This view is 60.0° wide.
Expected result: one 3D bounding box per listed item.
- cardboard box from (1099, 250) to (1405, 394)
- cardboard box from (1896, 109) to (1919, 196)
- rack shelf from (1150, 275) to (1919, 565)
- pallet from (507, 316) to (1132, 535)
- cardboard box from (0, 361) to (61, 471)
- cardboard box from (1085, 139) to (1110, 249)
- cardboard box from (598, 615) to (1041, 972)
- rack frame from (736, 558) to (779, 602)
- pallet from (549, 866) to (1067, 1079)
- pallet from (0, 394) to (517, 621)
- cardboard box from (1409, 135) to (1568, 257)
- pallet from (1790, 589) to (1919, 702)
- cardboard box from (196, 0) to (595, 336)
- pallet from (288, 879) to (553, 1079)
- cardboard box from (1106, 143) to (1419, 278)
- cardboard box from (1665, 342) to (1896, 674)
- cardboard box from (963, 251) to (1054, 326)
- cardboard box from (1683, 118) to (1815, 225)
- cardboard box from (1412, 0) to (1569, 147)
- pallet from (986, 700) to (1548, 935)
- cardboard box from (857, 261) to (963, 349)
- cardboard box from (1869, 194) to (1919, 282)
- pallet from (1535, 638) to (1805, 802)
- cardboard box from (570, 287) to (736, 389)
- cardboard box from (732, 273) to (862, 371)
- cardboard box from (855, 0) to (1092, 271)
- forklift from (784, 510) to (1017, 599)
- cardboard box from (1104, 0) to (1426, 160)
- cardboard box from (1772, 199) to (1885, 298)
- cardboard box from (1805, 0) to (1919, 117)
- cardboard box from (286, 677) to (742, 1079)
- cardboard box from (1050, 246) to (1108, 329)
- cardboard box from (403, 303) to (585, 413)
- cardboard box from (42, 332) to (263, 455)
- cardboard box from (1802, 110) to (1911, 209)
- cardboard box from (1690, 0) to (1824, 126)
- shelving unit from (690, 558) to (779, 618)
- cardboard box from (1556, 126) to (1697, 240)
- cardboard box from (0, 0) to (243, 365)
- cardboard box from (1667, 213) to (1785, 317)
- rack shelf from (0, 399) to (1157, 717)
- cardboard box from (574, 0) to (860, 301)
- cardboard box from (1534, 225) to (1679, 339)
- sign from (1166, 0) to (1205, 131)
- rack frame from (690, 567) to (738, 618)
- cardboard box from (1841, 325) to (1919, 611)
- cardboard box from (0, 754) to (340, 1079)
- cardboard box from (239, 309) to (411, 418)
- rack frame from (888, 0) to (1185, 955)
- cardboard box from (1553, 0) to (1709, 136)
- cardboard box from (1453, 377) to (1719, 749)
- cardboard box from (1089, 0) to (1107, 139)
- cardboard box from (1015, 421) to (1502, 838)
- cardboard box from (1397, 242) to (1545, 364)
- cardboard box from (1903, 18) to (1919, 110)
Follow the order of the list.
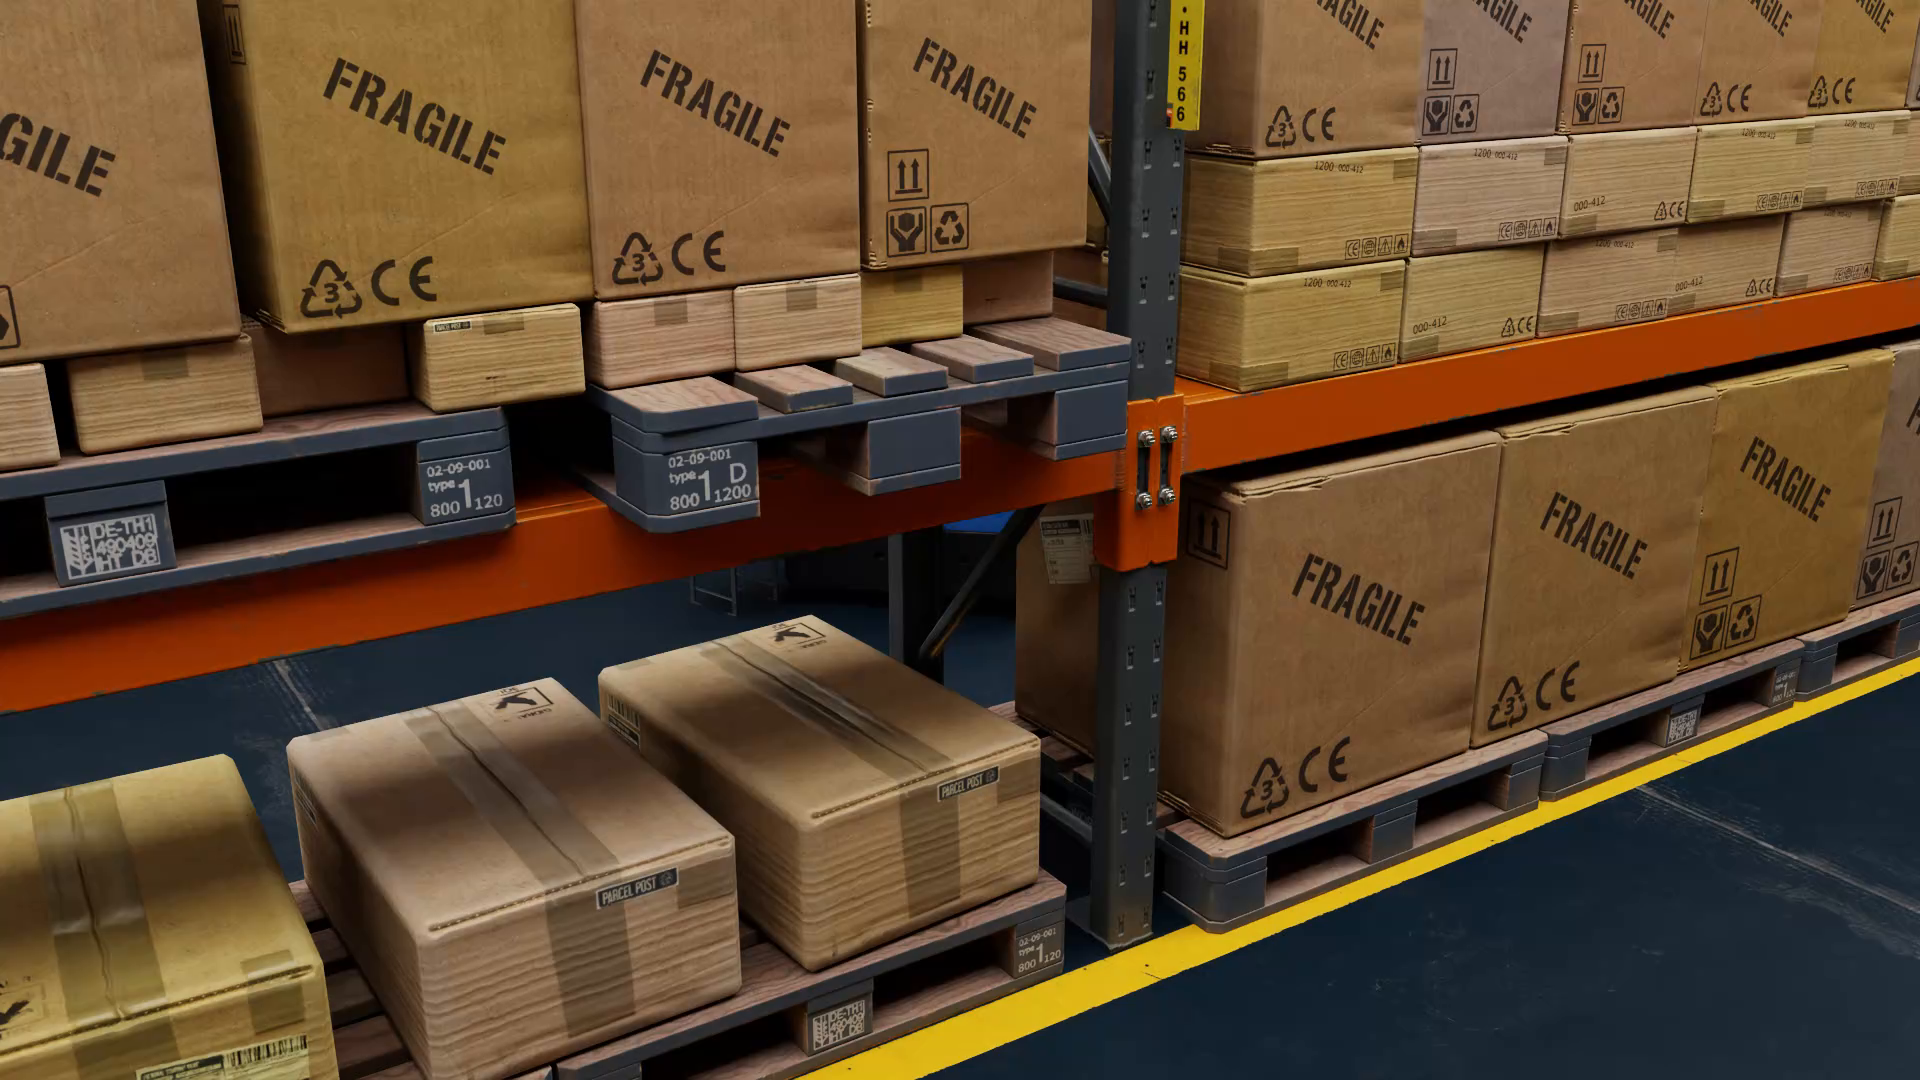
[{"bbox_3d":[0.678,-0.545,3.909,0.500,0.250,0.500,-12,22,-32],"label":"cardboard box"},{"bbox_3d":[2.823,-1.235,5.168,0.500,0.250,0.500,-11,22,-30],"label":"cardboard box"},{"bbox_3d":[1.801,-0.609,4.986,4.000,0.370,1.077,-12,22,-31],"label":"rack shelf"},{"bbox_3d":[-0.406,-0.353,3.404,1.003,0.211,1.213,-12,22,-31],"label":"pallet"},{"bbox_3d":[-1.471,-0.208,2.413,0.250,0.149,0.380,-11,22,-29],"label":"cardboard box"},{"bbox_3d":[0.395,-0.917,4.226,0.500,0.250,0.500,-12,22,-32],"label":"cardboard box"},{"bbox_3d":[-0.347,0.545,3.896,0.625,0.372,0.950,-14,23,-35],"label":"cardboard box"},{"bbox_3d":[-0.757,-0.224,6.003,0.240,0.900,0.006,15,24,37],"label":"rack frame"},{"bbox_3d":[-0.523,0.861,3.869,1.213,0.211,1.003,-12,22,-31],"label":"pallet"},{"bbox_3d":[-1.500,-0.147,2.796,1.213,0.211,1.003,-12,22,-31],"label":"pallet"},{"bbox_3d":[1.122,-0.877,4.110,0.500,0.250,0.500,-11,22,-30],"label":"cardboard box"},{"bbox_3d":[2.868,0.175,5.898,1.213,0.211,1.003,-12,22,-31],"label":"pallet"},{"bbox_3d":[-0.943,-0.647,2.699,0.500,0.500,0.500,-14,23,-35],"label":"cardboard box"},{"bbox_3d":[-1.541,1.074,3.237,1.213,0.211,1.003,-12,22,-31],"label":"pallet"},{"bbox_3d":[0.689,-0.786,3.841,0.500,0.250,0.500,-12,22,-32],"label":"cardboard box"},{"bbox_3d":[2.247,-0.203,5.323,0.875,0.875,0.875,-11,22,-30],"label":"cardboard box"},{"bbox_3d":[-0.014,-0.557,3.445,0.250,0.149,0.380,-11,22,-29],"label":"cardboard box"},{"bbox_3d":[1.976,-1.048,4.613,0.500,0.250,0.500,-11,22,-30],"label":"cardboard box"},{"bbox_3d":[1.086,-1.230,3.982,0.500,0.500,0.500,-12,22,-31],"label":"cardboard box"},{"bbox_3d":[0.830,0.605,4.626,1.213,0.211,1.003,-12,22,-31],"label":"pallet"},{"bbox_3d":[-0.198,-0.490,3.248,0.250,0.149,0.380,-12,22,-31],"label":"cardboard box"},{"bbox_3d":[2.809,-0.995,5.239,0.500,0.250,0.500,-12,22,-32],"label":"cardboard box"},{"bbox_3d":[1.848,0.391,5.258,1.213,0.211,1.003,-12,22,-31],"label":"pallet"},{"bbox_3d":[-0.598,-0.392,2.956,0.250,0.149,0.380,-13,23,-34],"label":"cardboard box"},{"bbox_3d":[-0.384,-0.434,3.081,0.250,0.149,0.380,-12,22,-32],"label":"cardboard box"},{"bbox_3d":[-0.096,-0.830,3.241,0.500,0.500,0.500,-13,22,-33],"label":"cardboard box"},{"bbox_3d":[0.092,-1.607,6.921,1.130,2.935,3.031,3,19,8],"label":"forklift"},{"bbox_3d":[0.677,-1.140,3.716,0.500,0.500,0.500,-13,22,-33],"label":"cardboard box"},{"bbox_3d":[2.377,-0.911,4.991,0.500,0.250,0.500,-13,22,-33],"label":"cardboard box"},{"bbox_3d":[2.374,-1.500,4.781,0.500,0.500,0.500,-11,22,-30],"label":"cardboard box"},{"bbox_3d":[-0.959,0.677,3.505,0.625,0.372,0.950,-12,22,-32],"label":"cardboard box"},{"bbox_3d":[0.410,-0.685,4.322,0.500,0.250,0.500,-13,23,-33],"label":"cardboard box"},{"bbox_3d":[-0.821,-0.339,2.802,0.250,0.149,0.380,-11,22,-30],"label":"cardboard box"},{"bbox_3d":[-1.264,-0.263,2.575,0.250,0.149,0.380,-13,22,-33],"label":"cardboard box"},{"bbox_3d":[2.394,-1.142,4.894,0.500,0.250,0.500,-11,22,-30],"label":"cardboard box"},{"bbox_3d":[1.950,-1.405,4.500,0.500,0.500,0.500,-12,22,-31],"label":"cardboard box"},{"bbox_3d":[-0.822,-0.199,5.929,0.258,0.900,0.210,15,24,37],"label":"shelving unit"},{"bbox_3d":[1.545,-0.962,4.359,0.500,0.250,0.500,-12,22,-32],"label":"cardboard box"},{"bbox_3d":[-1.399,-0.551,2.415,0.500,0.500,0.500,-13,23,-34],"label":"cardboard box"},{"bbox_3d":[1.948,-0.819,4.719,0.500,0.250,0.500,-12,22,-31],"label":"cardboard box"},{"bbox_3d":[-1.540,0.096,2.902,4.000,0.370,1.077,-12,22,-31],"label":"rack shelf"},{"bbox_3d":[-0.522,-0.736,2.963,0.500,0.500,0.500,-12,22,-32],"label":"cardboard box"},{"bbox_3d":[1.538,-0.731,4.459,0.500,0.250,0.500,-11,22,-30],"label":"cardboard box"},{"bbox_3d":[0.437,-0.965,3.231,0.005,0.325,0.100,-12,22,-31],"label":"sign"},{"bbox_3d":[-0.886,-0.174,5.854,0.240,0.900,0.006,15,24,37],"label":"rack frame"},{"bbox_3d":[2.997,-0.364,5.799,0.875,0.875,0.875,-11,22,-30],"label":"cardboard box"},{"bbox_3d":[-1.595,0.809,3.114,0.625,0.372,0.950,-11,22,-30],"label":"cardboard box"},{"bbox_3d":[-1.100,-0.329,2.770,0.250,0.149,0.380,-12,22,-31],"label":"cardboard box"},{"bbox_3d":[0.130,-0.598,3.829,0.127,3.000,1.000,-12,22,-31],"label":"rack frame"},{"bbox_3d":[1.526,-1.317,4.239,0.500,0.500,0.500,-11,22,-30],"label":"cardboard box"},{"bbox_3d":[1.500,-0.045,4.857,0.875,0.875,0.875,-12,22,-31],"label":"cardboard box"},{"bbox_3d":[0.418,-1.280,4.129,0.500,0.500,0.500,-13,22,-33],"label":"cardboard box"},{"bbox_3d":[0.753,0.111,4.396,0.875,0.875,0.875,-12,22,-32],"label":"cardboard box"},{"bbox_3d":[1.097,-0.641,4.190,0.500,0.250,0.500,-13,22,-33],"label":"cardboard box"},{"bbox_3d":[2.808,-1.584,5.030,0.500,0.500,0.500,-11,22,-30],"label":"cardboard box"}]
